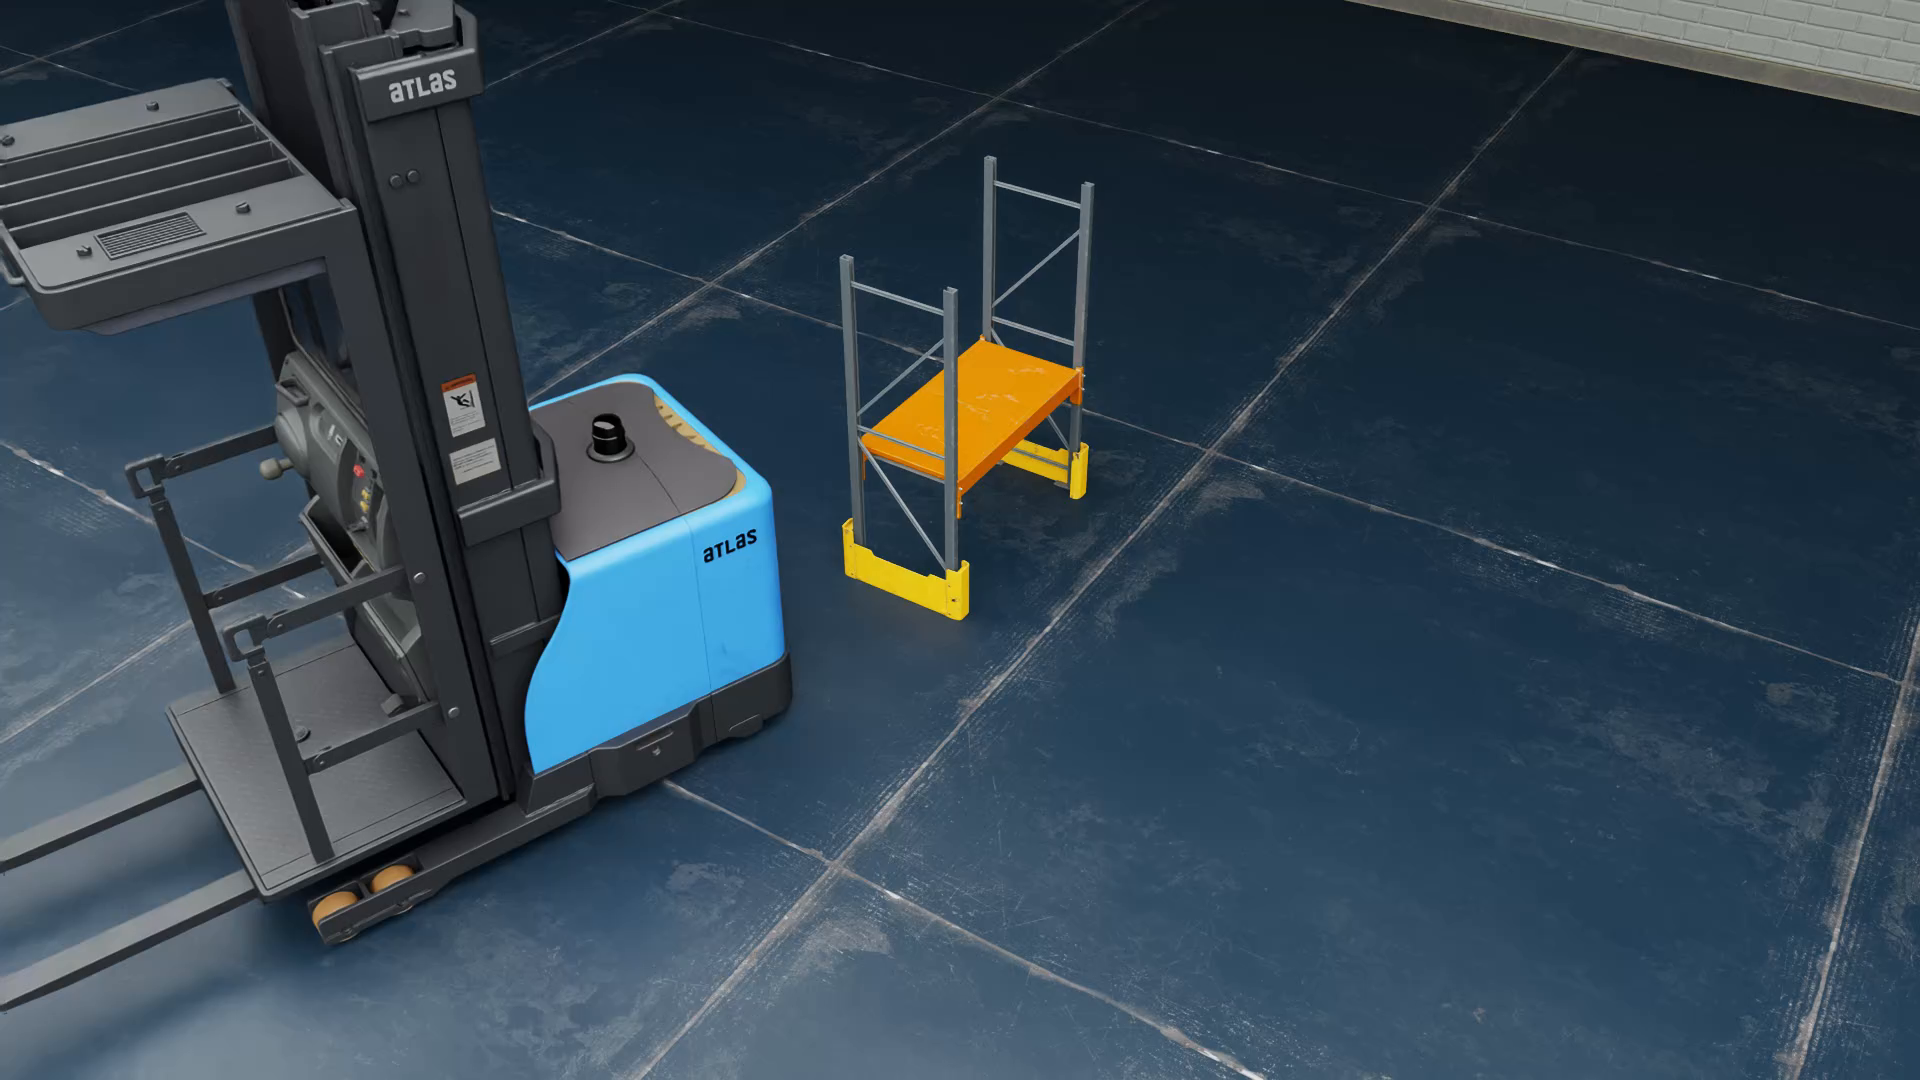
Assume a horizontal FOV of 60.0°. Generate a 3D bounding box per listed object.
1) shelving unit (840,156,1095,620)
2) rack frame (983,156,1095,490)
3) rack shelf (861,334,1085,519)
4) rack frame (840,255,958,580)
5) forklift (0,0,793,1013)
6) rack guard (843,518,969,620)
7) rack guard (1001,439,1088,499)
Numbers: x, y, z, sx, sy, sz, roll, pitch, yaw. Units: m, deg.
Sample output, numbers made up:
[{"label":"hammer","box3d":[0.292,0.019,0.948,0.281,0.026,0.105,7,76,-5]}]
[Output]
[{"label":"shelving unit","box3d":[0.041,-0.633,6.843,0.587,1.500,1.083,21,42,25]},{"label":"rack frame","box3d":[0.318,-0.900,7.189,0.500,1.500,0.032,21,42,25]},{"label":"rack shelf","box3d":[0.046,-0.496,6.959,0.538,0.185,1.000,21,42,25]},{"label":"rack frame","box3d":[-0.227,-0.376,6.509,0.500,1.500,0.032,21,42,25]},{"label":"forklift","box3d":[-2.124,-0.196,5.104,3.031,2.935,1.130,-24,44,-28]},{"label":"rack guard","box3d":[-0.226,0.118,6.892,0.587,0.250,0.087,21,42,25]},{"label":"rack guard","box3d":[0.308,-0.395,7.558,0.587,0.250,0.087,21,42,25]}]
